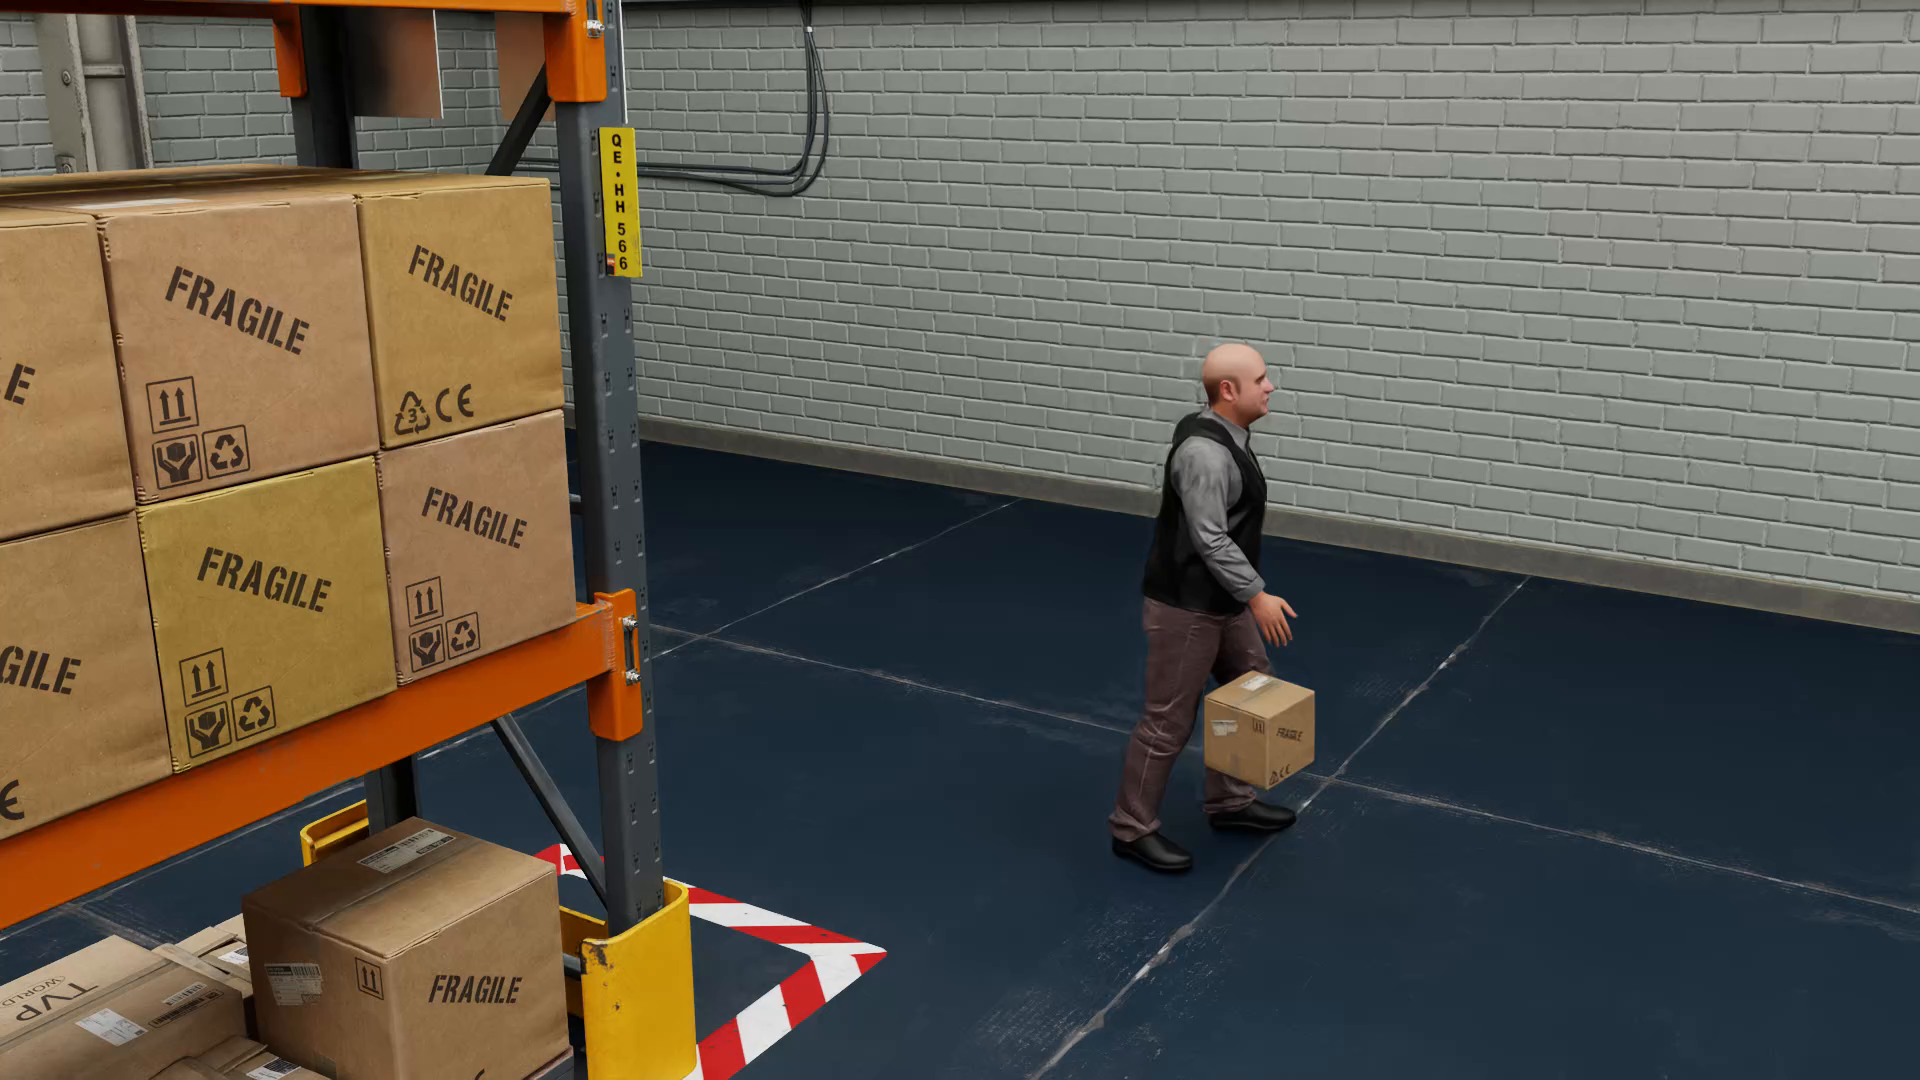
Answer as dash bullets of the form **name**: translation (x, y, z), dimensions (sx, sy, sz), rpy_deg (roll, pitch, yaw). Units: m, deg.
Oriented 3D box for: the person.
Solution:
- **person**: translation (0.808, 0.212, 5.368), dimensions (0.598, 1.705, 0.625), rpy_deg (5, 17, 16)
